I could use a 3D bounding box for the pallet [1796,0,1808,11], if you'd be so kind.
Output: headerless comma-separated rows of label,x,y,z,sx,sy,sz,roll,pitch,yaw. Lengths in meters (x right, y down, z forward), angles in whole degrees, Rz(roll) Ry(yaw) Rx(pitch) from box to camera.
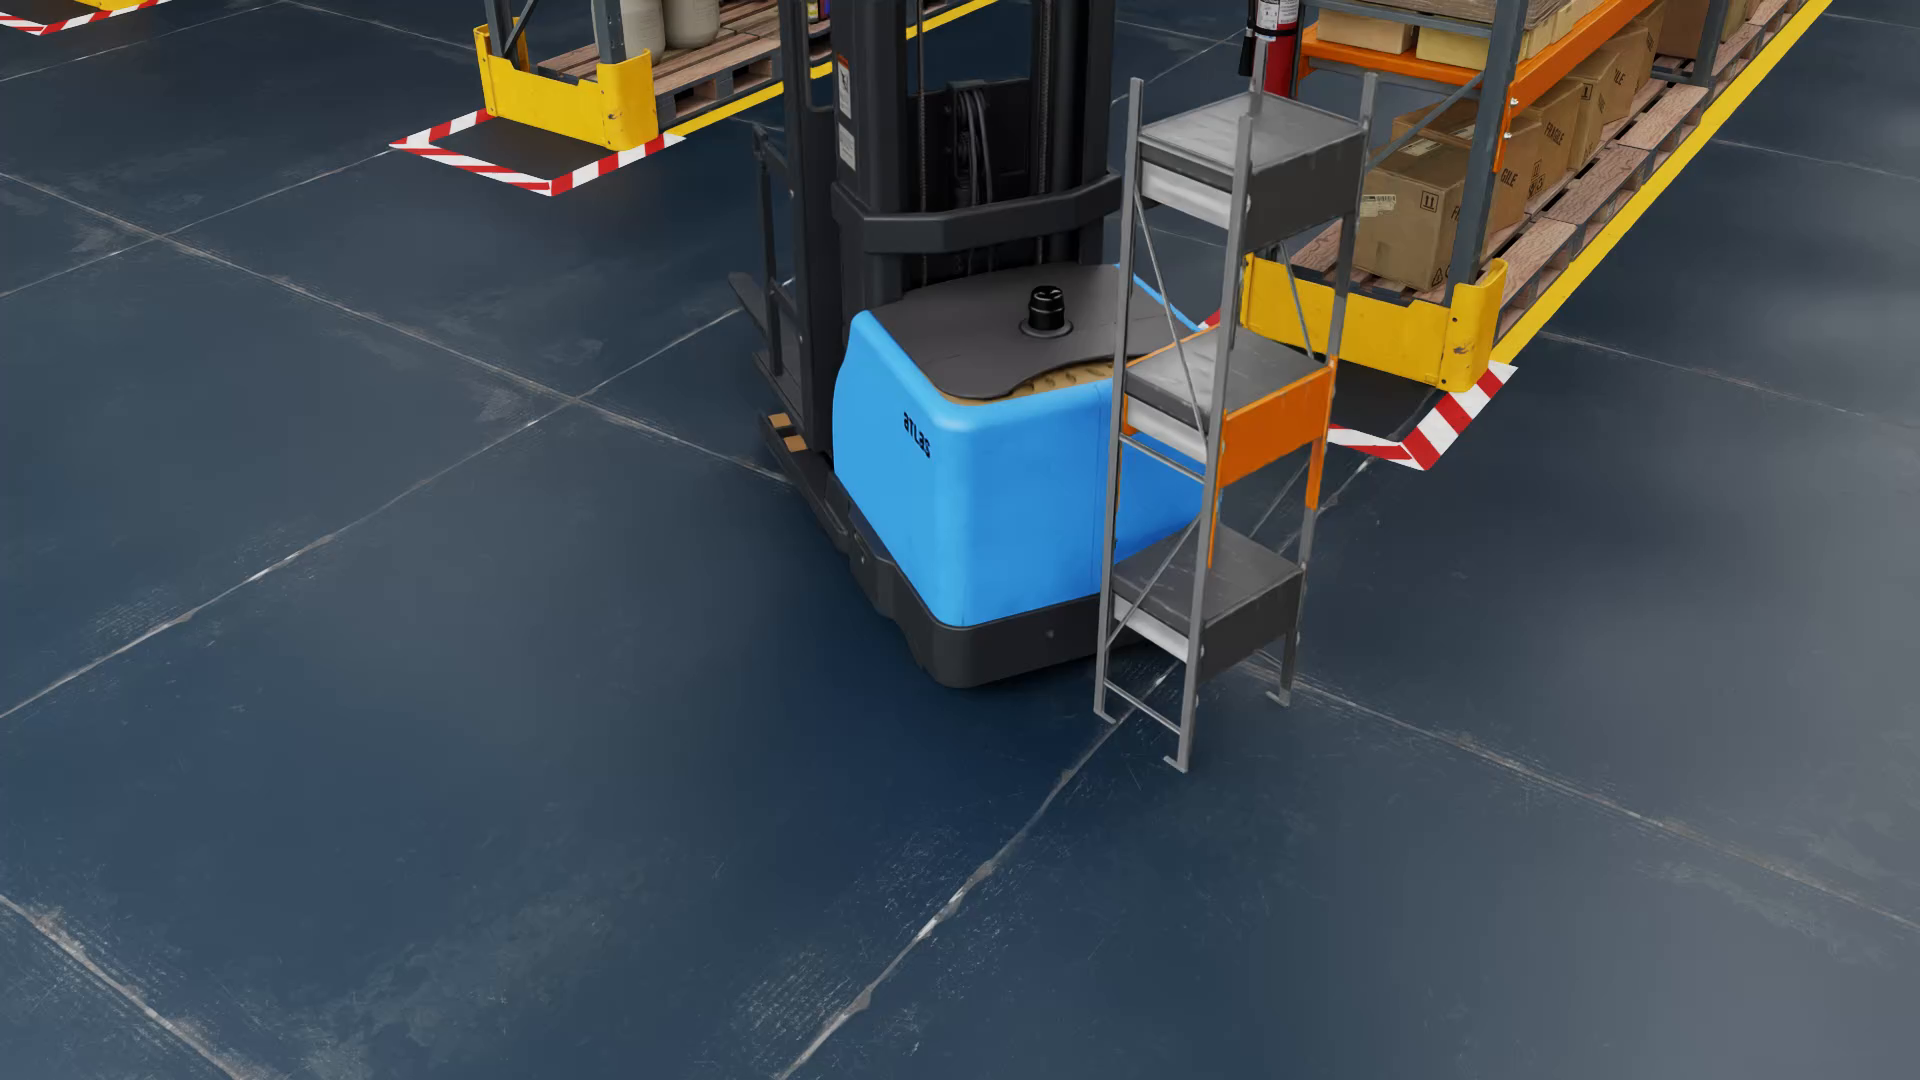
pallet,5.861,-4.262,12.364,1.003,0.211,1.213,21,39,28

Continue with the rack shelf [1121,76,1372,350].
rack shelf,0.756,-0.885,4.460,0.480,0.518,0.431,-26,42,-33

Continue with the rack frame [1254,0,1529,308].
rack frame,1.746,-2.095,6.670,1.000,3.000,0.127,21,39,28

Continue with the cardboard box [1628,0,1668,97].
cardboard box,3.766,-2.903,9.721,0.500,0.500,0.500,20,39,27

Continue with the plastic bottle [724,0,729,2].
plastic bottle,-1.584,-3.779,11.192,0.061,0.283,0.133,22,40,29

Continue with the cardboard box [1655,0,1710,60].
cardboard box,4.394,-3.358,10.377,0.700,0.500,0.500,18,38,25

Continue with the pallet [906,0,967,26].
pallet,-0.459,-4.067,12.075,1.003,0.211,1.213,21,39,28

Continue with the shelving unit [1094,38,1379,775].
shelving unit,0.756,-0.317,4.844,0.503,2.100,0.431,-26,42,-33

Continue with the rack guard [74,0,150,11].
rack guard,-6.404,-4.214,12.035,1.175,0.500,0.348,21,39,28

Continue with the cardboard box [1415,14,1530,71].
cardboard box,2.104,-2.046,6.822,0.380,0.149,0.250,21,39,28

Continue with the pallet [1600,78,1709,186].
pallet,3.673,-2.460,9.699,1.003,0.211,1.213,21,39,28

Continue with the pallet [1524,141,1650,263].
pallet,2.978,-1.896,8.866,1.003,0.211,1.213,21,39,28

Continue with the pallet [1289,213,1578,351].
pallet,2.282,-1.337,8.039,1.003,0.211,1.213,21,39,28

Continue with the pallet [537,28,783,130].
pallet,-1.851,-2.944,10.415,1.003,0.211,1.213,21,39,28

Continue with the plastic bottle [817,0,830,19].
plastic bottle,-0.889,-3.567,10.879,0.061,0.283,0.133,22,40,29

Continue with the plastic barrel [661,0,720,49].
plastic barrel,-1.725,-3.378,10.414,0.421,0.512,0.421,0,34,0

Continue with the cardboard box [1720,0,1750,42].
cardboard box,4.682,-3.572,10.692,0.700,0.500,0.500,21,39,28

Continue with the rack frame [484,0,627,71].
rack frame,-2.323,-3.677,9.009,1.000,3.000,0.127,21,39,28

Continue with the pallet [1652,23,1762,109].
pallet,4.469,-3.139,10.704,1.003,0.211,1.213,21,39,28

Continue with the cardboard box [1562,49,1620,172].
cardboard box,3.156,-2.326,8.868,0.500,0.500,0.500,18,38,24

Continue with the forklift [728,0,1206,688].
forklift,-0.165,-1.549,5.924,1.130,2.935,3.031,-13,36,-19

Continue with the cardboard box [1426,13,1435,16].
cardboard box,1.882,-2.303,7.202,0.380,0.149,0.250,21,39,28

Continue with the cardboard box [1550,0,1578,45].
cardboard box,2.417,-2.265,7.146,0.380,0.149,0.250,21,39,28

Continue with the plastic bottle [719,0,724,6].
plastic bottle,-1.636,-3.685,11.127,0.097,0.201,0.097,0,34,0

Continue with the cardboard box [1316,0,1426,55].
cardboard box,1.739,-2.188,7.032,0.380,0.149,0.250,21,39,28

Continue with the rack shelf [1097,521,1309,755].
rack shelf,0.756,0.274,5.244,0.480,0.518,0.431,-26,42,-33

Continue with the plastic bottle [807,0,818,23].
plastic bottle,-0.974,-3.482,10.827,0.097,0.201,0.097,0,34,0

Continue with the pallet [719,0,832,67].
pallet,-1.154,-3.503,11.242,1.003,0.211,1.213,21,39,28

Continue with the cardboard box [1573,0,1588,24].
cardboard box,2.543,-2.387,7.326,0.380,0.149,0.250,21,39,28

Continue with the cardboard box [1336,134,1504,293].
cardboard box,2.116,-1.515,7.670,0.500,0.500,0.500,-29,43,-35

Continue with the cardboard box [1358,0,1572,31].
cardboard box,2.082,-2.504,6.920,0.875,0.500,0.500,21,39,28

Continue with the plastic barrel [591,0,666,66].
plastic barrel,-2.011,-3.148,10.073,0.421,0.512,0.421,0,34,0

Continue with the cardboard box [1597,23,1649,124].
cardboard box,3.445,-2.637,9.328,0.500,0.500,0.500,-23,40,-30

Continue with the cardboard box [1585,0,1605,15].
cardboard box,2.691,-2.499,7.493,0.380,0.149,0.250,21,39,28

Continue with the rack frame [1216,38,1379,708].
rack frame,0.940,-0.407,4.977,0.015,2.100,0.400,-26,42,-33

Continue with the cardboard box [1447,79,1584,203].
cardboard box,2.801,-2.083,8.510,0.500,0.500,0.500,25,42,32

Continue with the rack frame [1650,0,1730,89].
rack frame,4.027,-3.936,9.392,1.000,3.000,0.127,21,39,28

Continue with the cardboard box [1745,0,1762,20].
cardboard box,5.001,-3.829,11.073,0.700,0.500,0.500,18,38,24

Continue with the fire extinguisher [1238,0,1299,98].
fire extinguisher,1.302,-2.157,6.831,0.296,0.674,0.183,21,39,28

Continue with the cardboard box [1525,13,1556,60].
cardboard box,2.263,-2.155,6.983,0.380,0.149,0.250,21,39,28

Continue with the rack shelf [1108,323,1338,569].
rack shelf,0.756,-0.306,4.852,0.480,0.518,0.431,-26,42,-33

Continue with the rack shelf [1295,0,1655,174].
rack shelf,2.886,-2.717,8.233,1.077,0.370,4.000,21,39,28

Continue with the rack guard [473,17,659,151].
rack guard,-2.318,-2.691,9.784,1.175,0.500,0.348,21,39,28

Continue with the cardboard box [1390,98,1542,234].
cardboard box,2.428,-1.801,8.093,0.500,0.500,0.500,-25,41,-32

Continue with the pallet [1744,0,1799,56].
pallet,5.164,-3.703,11.537,1.003,0.211,1.213,21,39,28

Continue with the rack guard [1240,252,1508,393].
rack guard,1.789,-1.094,7.422,1.175,0.500,0.348,21,39,28

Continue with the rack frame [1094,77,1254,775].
rack frame,0.572,-0.227,4.712,0.015,2.100,0.400,-26,42,-33
